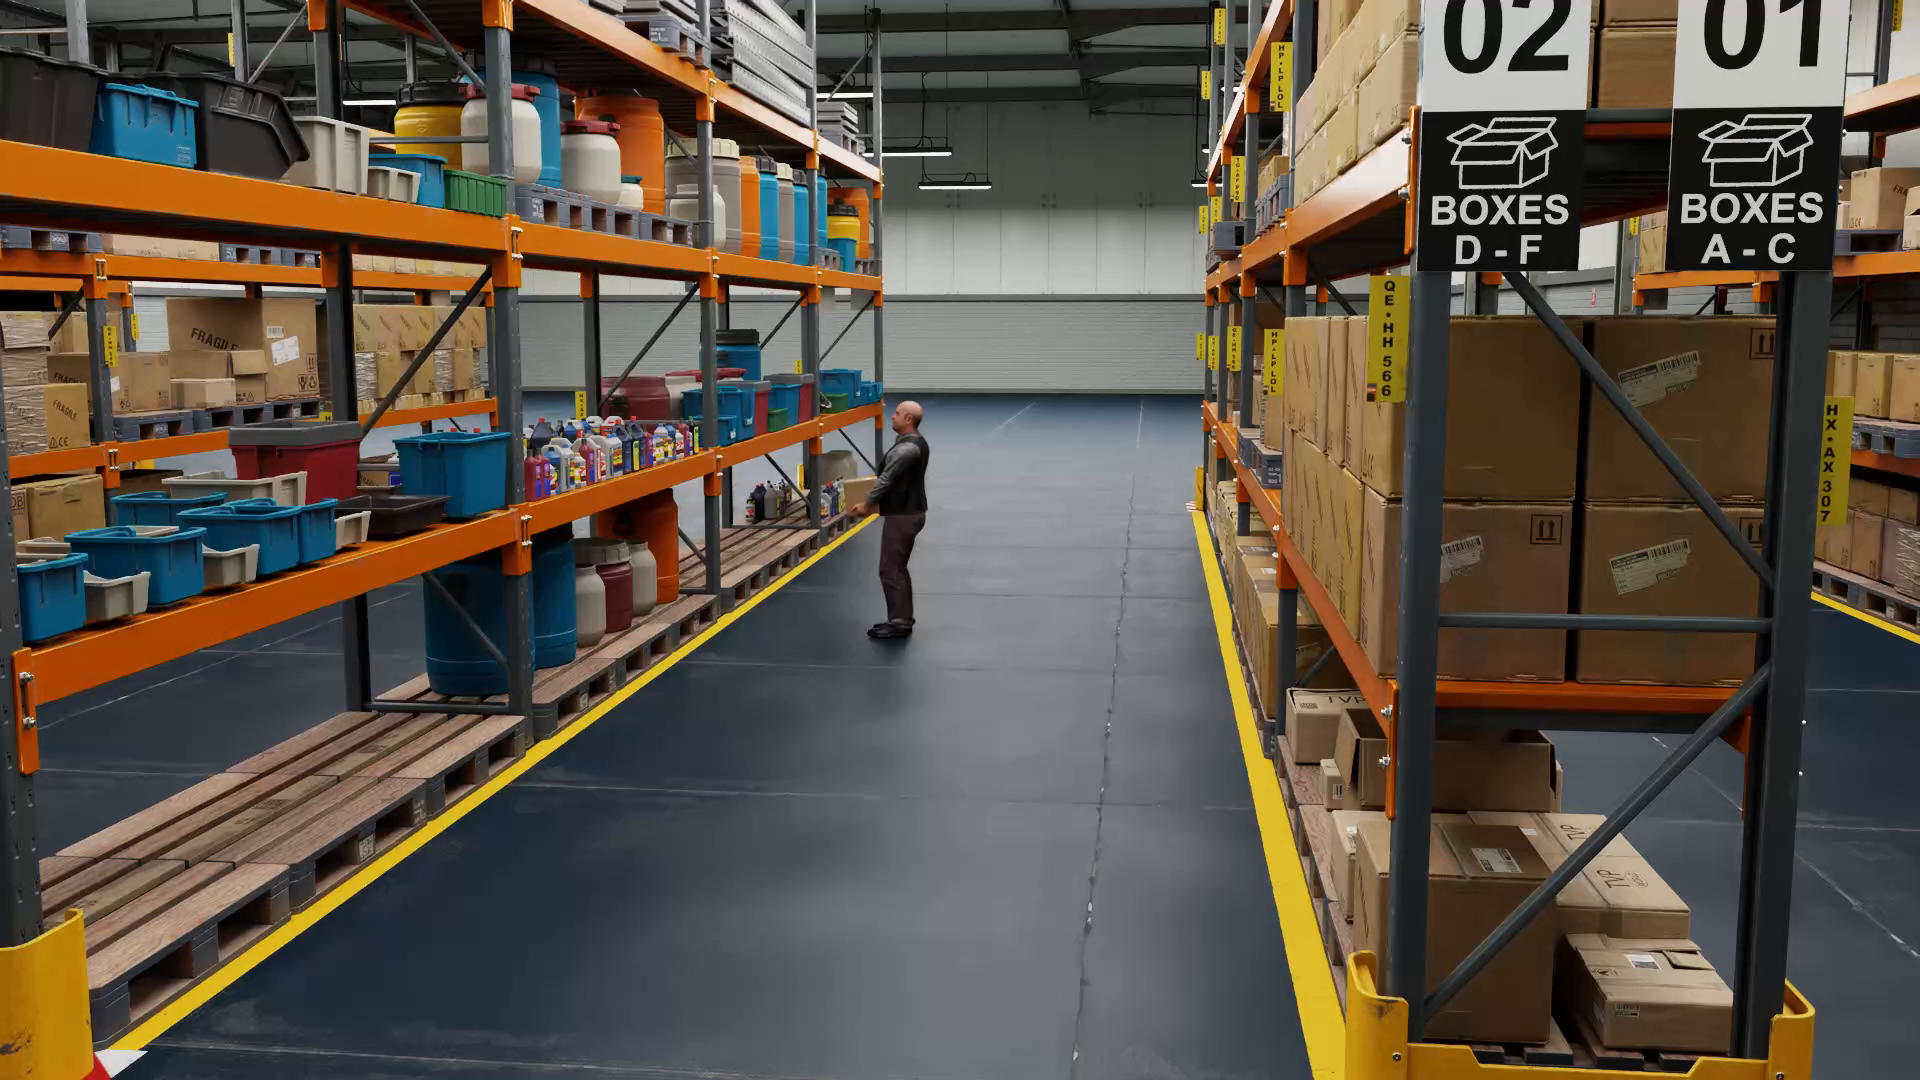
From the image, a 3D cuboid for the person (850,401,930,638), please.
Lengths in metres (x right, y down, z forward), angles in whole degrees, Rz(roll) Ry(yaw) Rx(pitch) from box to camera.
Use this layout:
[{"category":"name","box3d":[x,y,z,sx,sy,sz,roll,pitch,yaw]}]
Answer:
[{"category":"person","box3d":[-0.508,-0.153,12.075,0.550,1.711,0.494,1,8,7]}]
